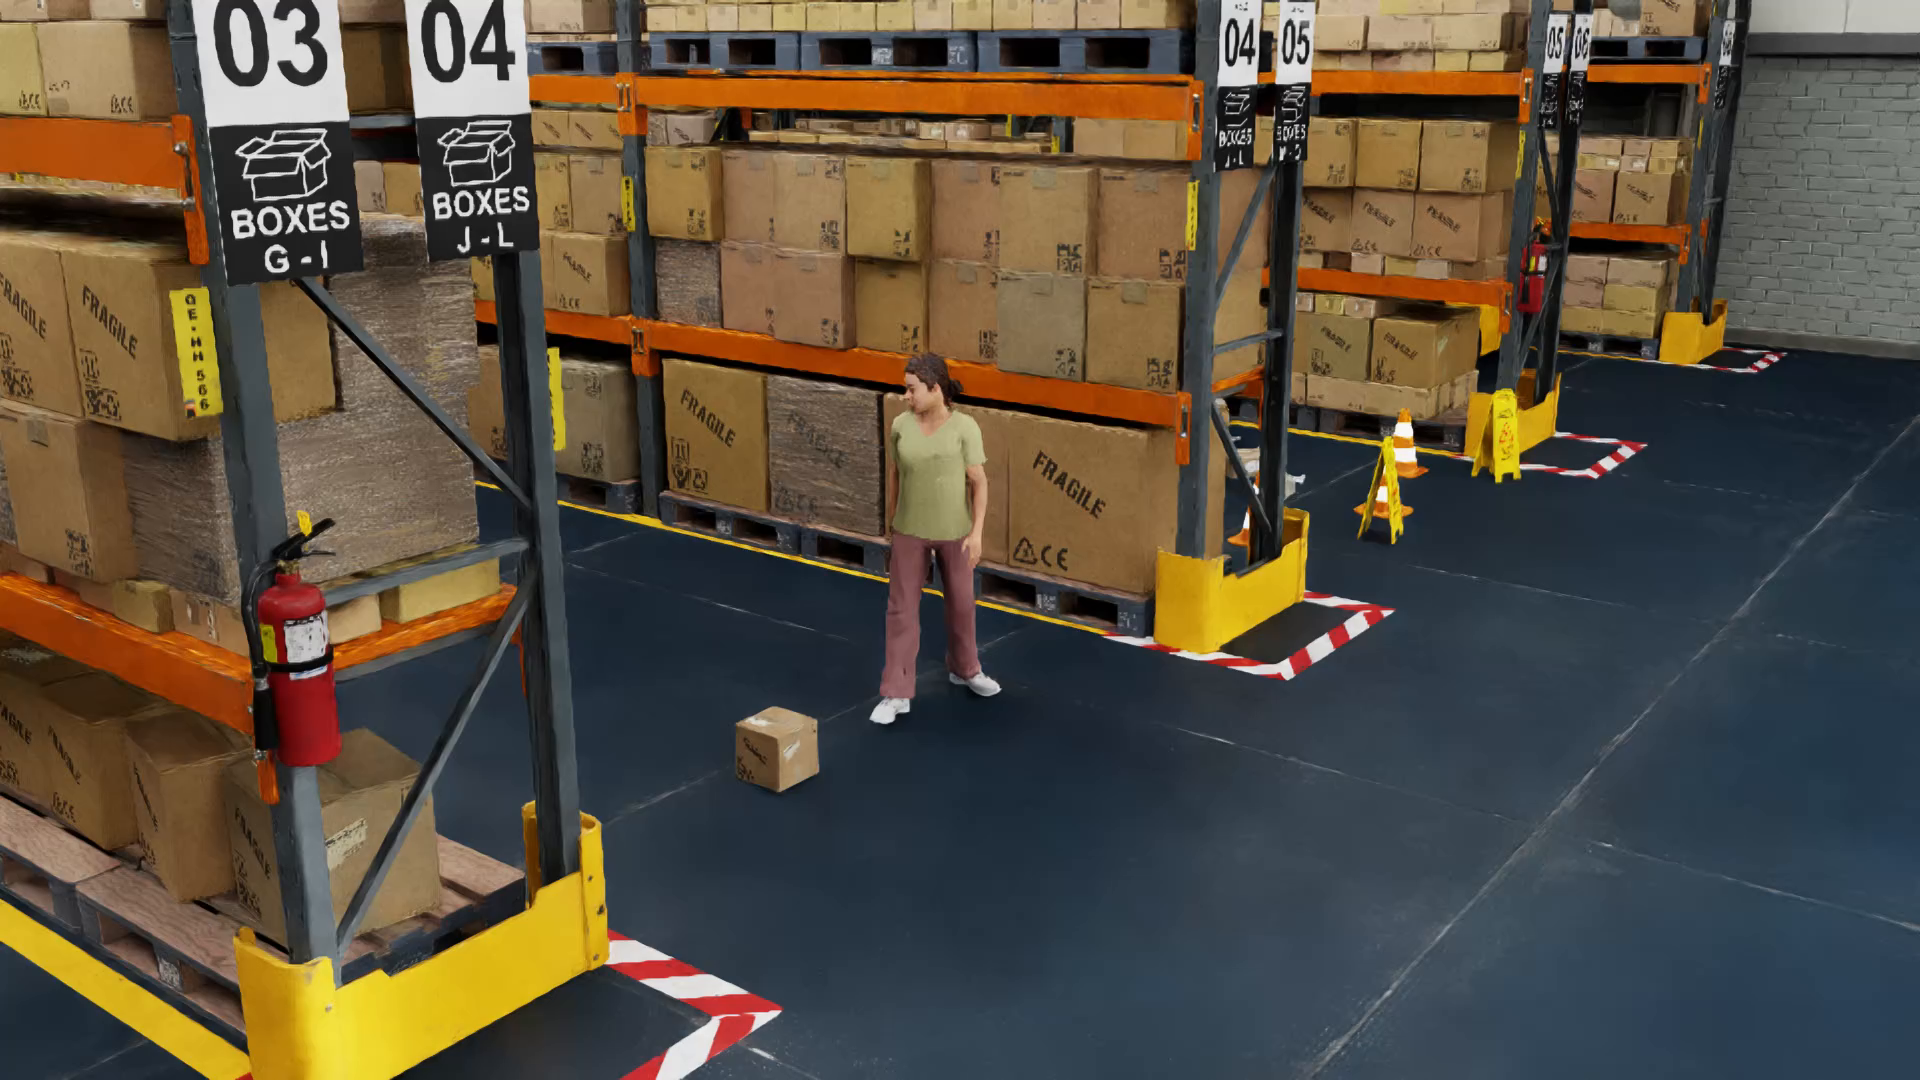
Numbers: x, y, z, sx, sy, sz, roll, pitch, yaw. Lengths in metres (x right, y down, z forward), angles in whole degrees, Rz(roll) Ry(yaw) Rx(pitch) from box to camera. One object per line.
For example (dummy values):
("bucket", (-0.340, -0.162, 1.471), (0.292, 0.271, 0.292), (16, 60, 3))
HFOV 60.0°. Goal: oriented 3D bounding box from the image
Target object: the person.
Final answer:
("person", (-0.102, -0.025, 7.560), (0.570, 1.661, 0.654), (1, 17, 5))
